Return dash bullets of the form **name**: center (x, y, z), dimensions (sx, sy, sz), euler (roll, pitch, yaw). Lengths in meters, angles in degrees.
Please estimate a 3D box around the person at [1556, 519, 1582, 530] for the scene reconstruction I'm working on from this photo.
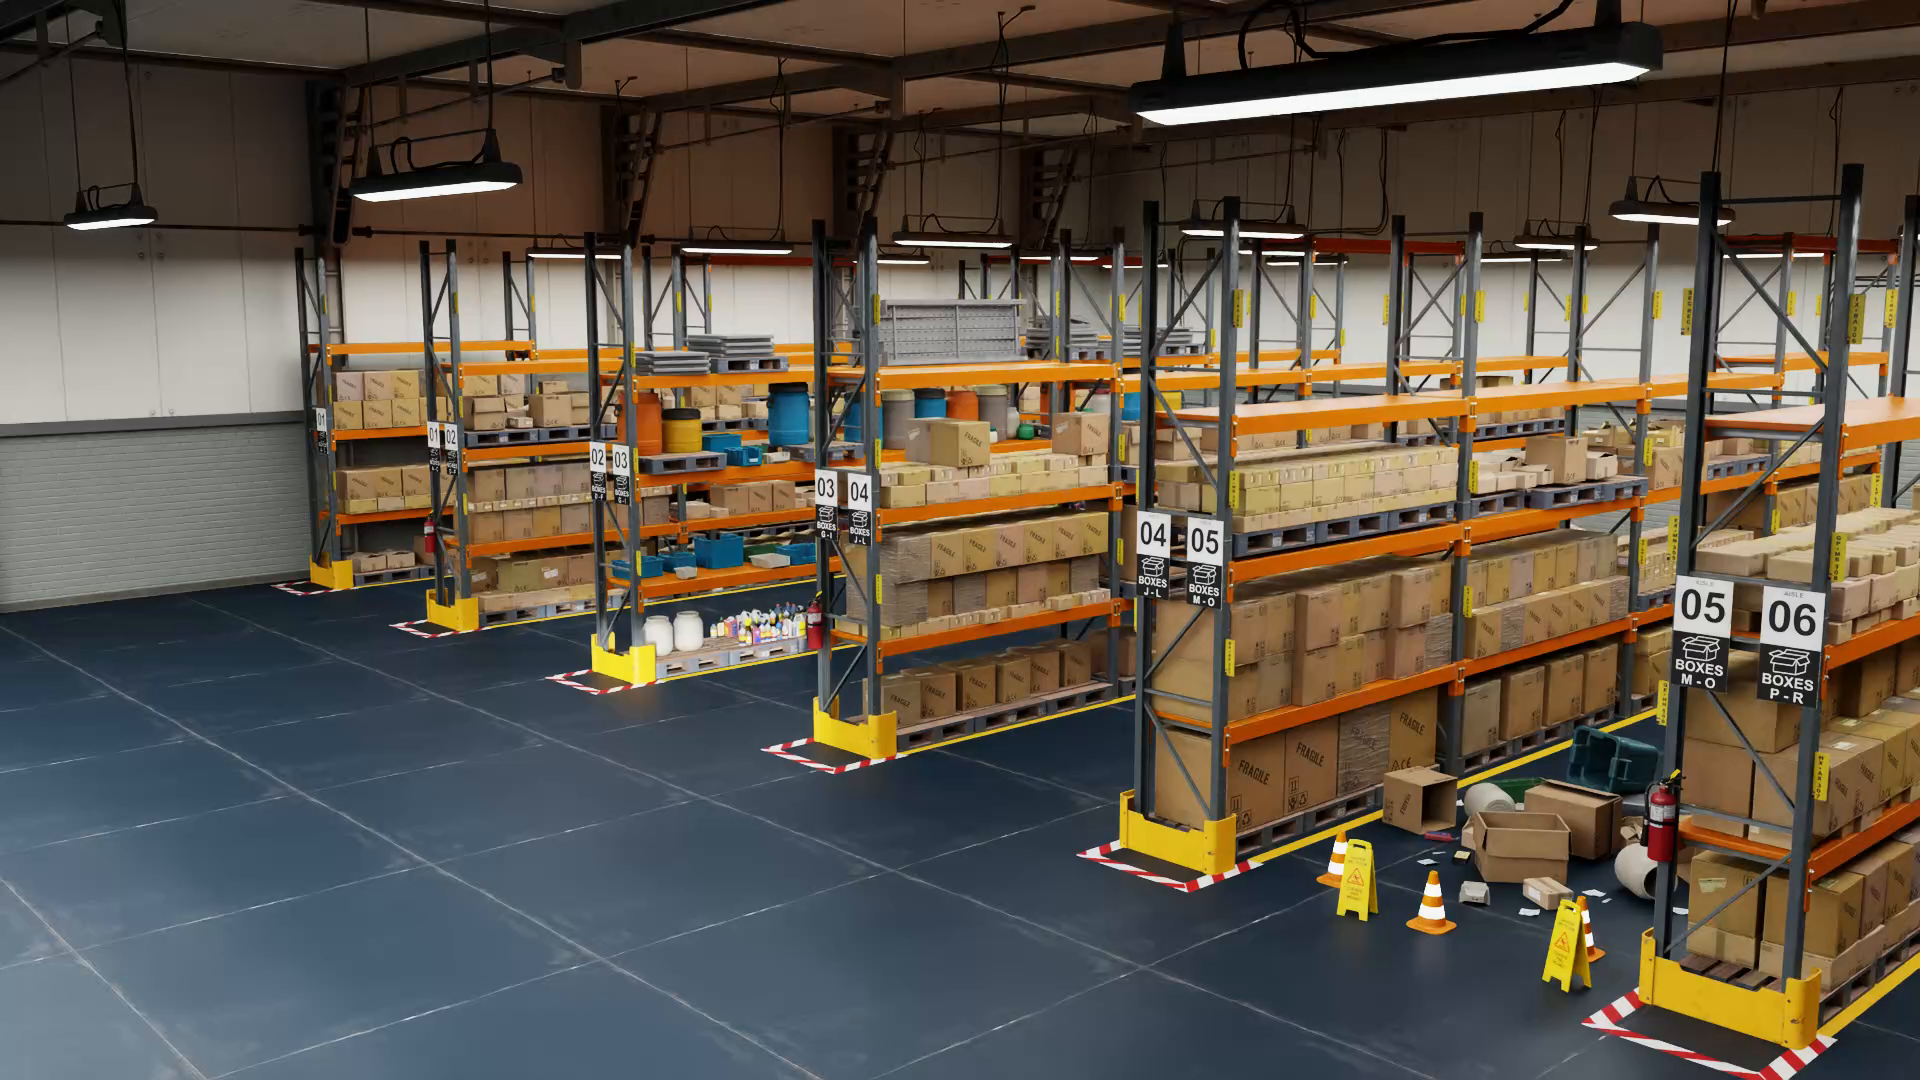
- **person**: center (9.728, 0.376, 26.634), dimensions (0.980, 1.745, 0.625), euler (-8, 12, -44)
